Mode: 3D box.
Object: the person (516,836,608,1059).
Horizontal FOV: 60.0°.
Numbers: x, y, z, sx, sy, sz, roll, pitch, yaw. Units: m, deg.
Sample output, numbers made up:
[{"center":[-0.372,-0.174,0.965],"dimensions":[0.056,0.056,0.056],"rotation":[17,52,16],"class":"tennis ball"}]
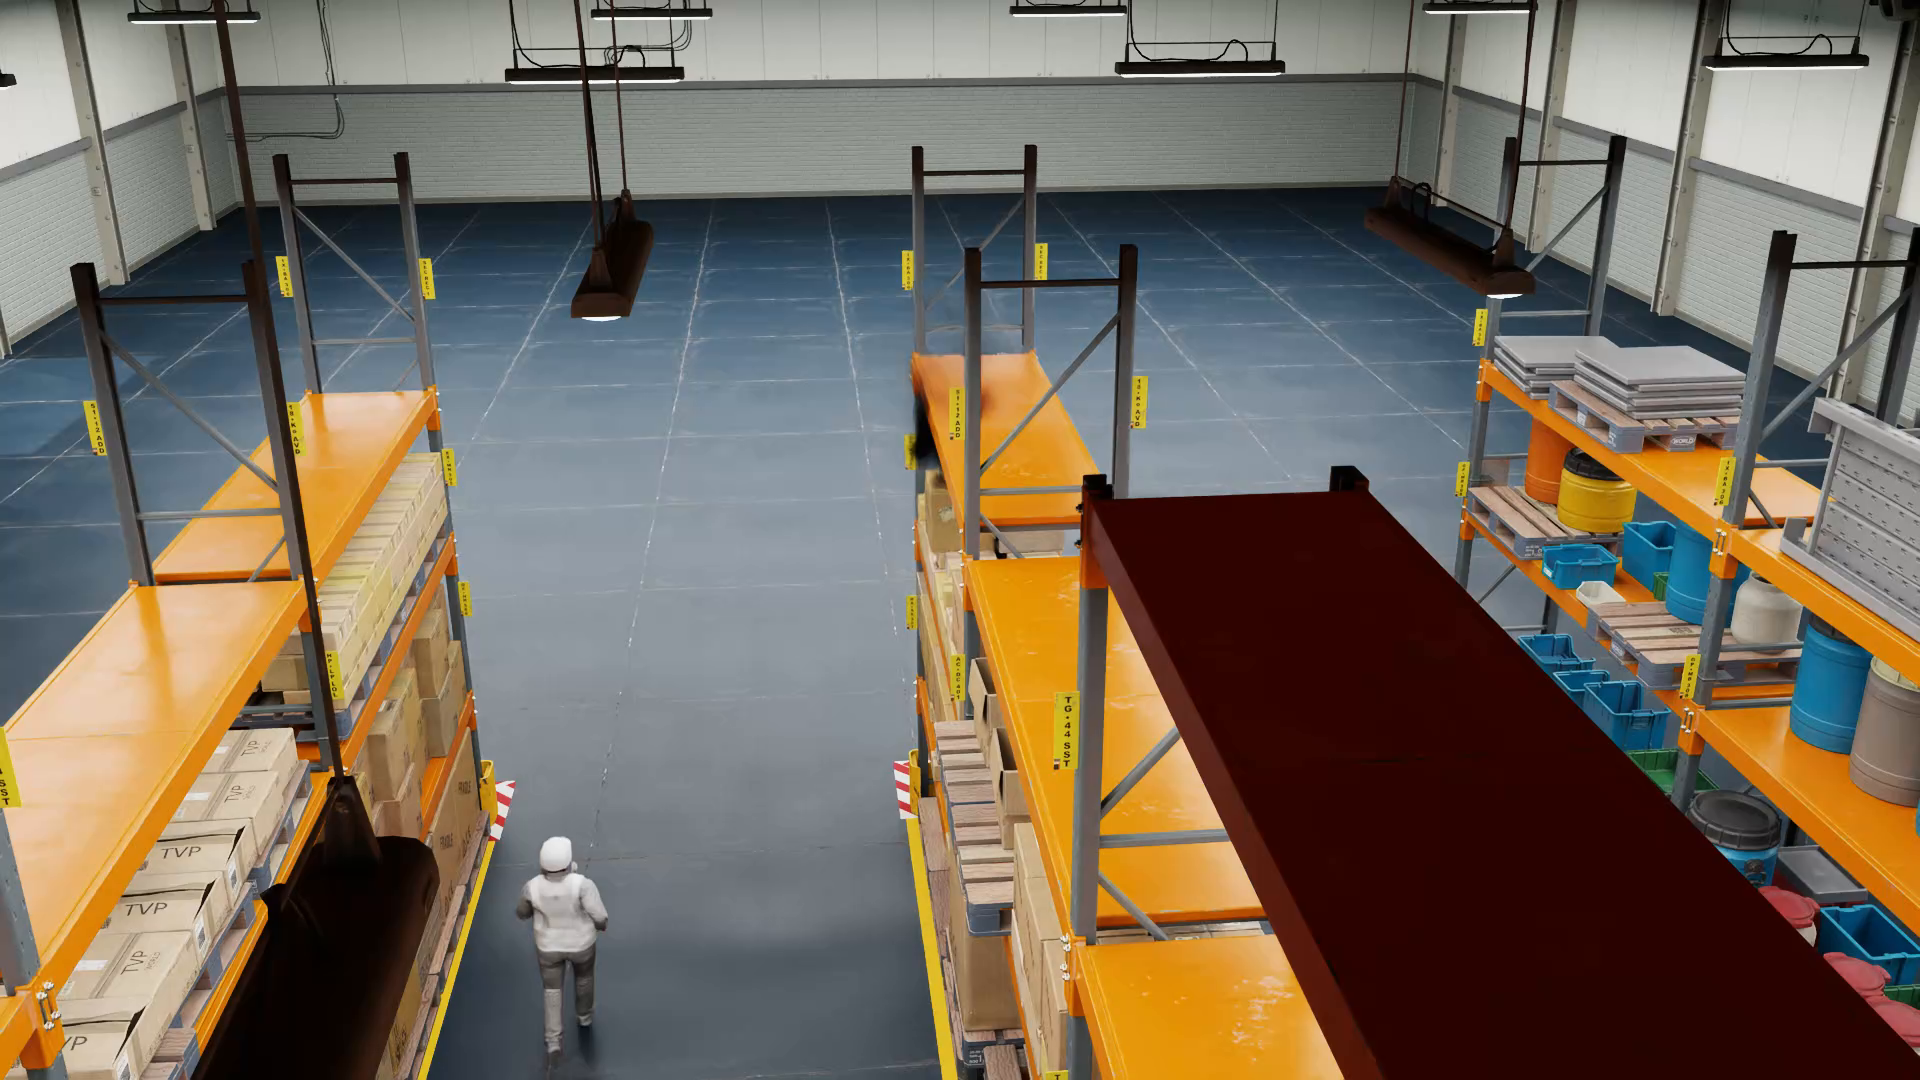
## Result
[{"center":[-2.829,2.887,11.948],"dimensions":[0.667,1.750,0.919],"rotation":[-2,22,-5],"class":"person"}]
